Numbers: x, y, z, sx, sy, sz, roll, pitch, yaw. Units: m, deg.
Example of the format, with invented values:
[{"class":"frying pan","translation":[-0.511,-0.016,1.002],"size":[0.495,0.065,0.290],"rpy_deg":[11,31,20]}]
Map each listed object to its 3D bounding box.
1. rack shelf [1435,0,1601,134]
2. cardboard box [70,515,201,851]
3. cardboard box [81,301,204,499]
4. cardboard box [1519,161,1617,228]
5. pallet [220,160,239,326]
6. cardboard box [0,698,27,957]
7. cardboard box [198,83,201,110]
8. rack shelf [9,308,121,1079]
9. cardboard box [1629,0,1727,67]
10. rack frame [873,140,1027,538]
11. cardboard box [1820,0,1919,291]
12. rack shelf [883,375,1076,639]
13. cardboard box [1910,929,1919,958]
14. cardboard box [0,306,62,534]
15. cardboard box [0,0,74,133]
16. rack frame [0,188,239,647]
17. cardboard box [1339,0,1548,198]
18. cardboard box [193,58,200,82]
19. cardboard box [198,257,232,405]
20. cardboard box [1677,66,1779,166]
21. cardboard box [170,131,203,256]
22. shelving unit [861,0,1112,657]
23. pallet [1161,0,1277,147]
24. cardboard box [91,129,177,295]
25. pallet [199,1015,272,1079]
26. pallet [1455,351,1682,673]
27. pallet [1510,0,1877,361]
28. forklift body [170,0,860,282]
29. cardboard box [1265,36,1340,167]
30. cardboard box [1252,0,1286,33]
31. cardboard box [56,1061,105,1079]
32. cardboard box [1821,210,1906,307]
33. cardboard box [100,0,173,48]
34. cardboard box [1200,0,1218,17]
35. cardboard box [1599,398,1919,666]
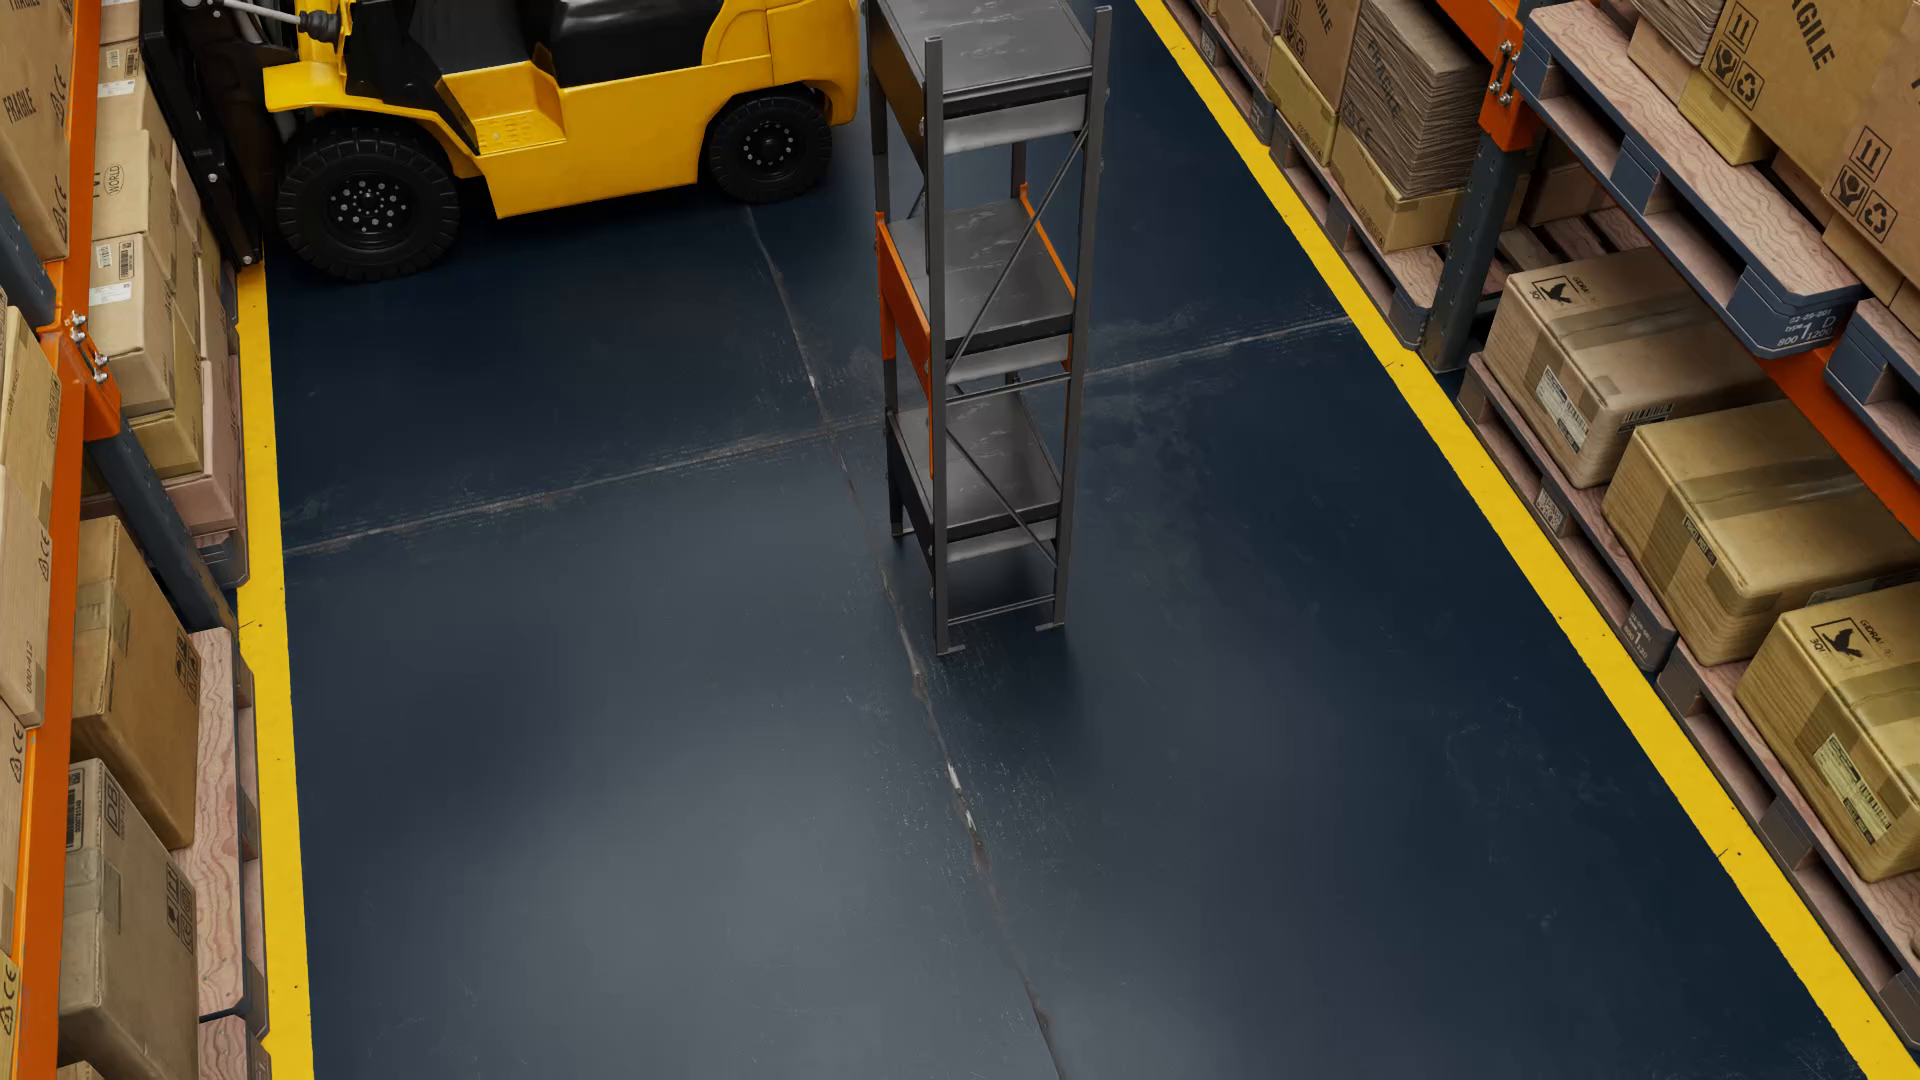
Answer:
[{"class":"rack shelf","translation":[1.500,-2.916,6.217],"size":[1.077,0.370,4.000],"rpy_deg":[-13,51,-11]},{"class":"cardboard box","translation":[-2.484,0.446,4.190],"size":[0.875,0.625,0.625],"rpy_deg":[-11,51,-9]},{"class":"cardboard box","translation":[-2.497,-0.396,4.818],"size":[0.500,0.250,0.500],"rpy_deg":[-14,51,-11]},{"class":"cardboard box","translation":[2.175,-1.428,6.016],"size":[0.500,0.250,0.500],"rpy_deg":[-15,52,-13]},{"class":"pallet","translation":[-3.208,-1.147,6.078],"size":[1.003,0.211,1.213],"rpy_deg":[-13,51,-11]},{"class":"cardboard box","translation":[-1.978,0.530,2.939],"size":[0.500,0.250,0.500],"rpy_deg":[-13,51,-11]},{"class":"cardboard box","translation":[-2.939,-1.354,5.953],"size":[0.500,0.250,0.500],"rpy_deg":[-12,51,-10]},{"class":"rack shelf","translation":[-2.057,1.130,2.806],"size":[1.077,0.370,4.000],"rpy_deg":[-13,51,-11]},{"class":"cardboard box","translation":[1.957,-1.544,4.055],"size":[0.500,0.500,0.500],"rpy_deg":[-12,51,-10]},{"class":"rack frame","translation":[-0.023,-0.734,4.496],"size":[0.400,2.100,0.015],"rpy_deg":[-13,51,-11]},{"class":"cardboard box","translation":[2.238,-0.814,3.439],"size":[0.500,0.500,0.500],"rpy_deg":[-14,51,-11]},{"class":"rack shelf","translation":[0.049,-0.096,4.891],"size":[0.431,0.518,0.480],"rpy_deg":[-13,51,-11]},{"class":"cardboard box","translation":[2.891,0.994,3.894],"size":[0.950,0.372,0.625],"rpy_deg":[-14,51,-12]},{"class":"cardboard box","translation":[-2.250,-0.205,3.559],"size":[0.500,0.250,0.500],"rpy_deg":[-12,51,-10]},{"class":"cardboard box","translation":[-2.700,-1.354,4.365],"size":[0.500,0.500,0.500],"rpy_deg":[-13,51,-10]},{"class":"rack frame","translation":[-2.649,-0.562,3.762],"size":[1.000,3.000,0.127],"rpy_deg":[-13,51,-11]},{"class":"cardboard box","translation":[1.660,-1.550,5.628],"size":[0.500,0.500,0.500],"rpy_deg":[-14,51,-11]},{"class":"cardboard box","translation":[-3.078,-1.868,6.060],"size":[0.500,0.250,0.500],"rpy_deg":[-14,51,-12]},{"class":"cardboard box","translation":[-2.640,-0.607,5.324],"size":[0.500,0.250,0.500],"rpy_deg":[-14,51,-12]},{"class":"cardboard box","translation":[2.019,-1.082,4.090],"size":[0.380,0.149,0.250],"rpy_deg":[-12,51,-10]},{"class":"cardboard box","translation":[-2.785,-1.133,5.440],"size":[0.500,0.250,0.500],"rpy_deg":[-14,51,-11]},{"class":"shelving unit","translation":[0.049,-0.556,4.345],"size":[0.431,2.100,0.503],"rpy_deg":[-13,51,-11]},{"class":"pallet","translation":[1.495,-2.164,6.936],"size":[1.003,0.211,1.213],"rpy_deg":[-13,51,-11]},{"class":"cardboard box","translation":[-2.634,-0.934,4.945],"size":[0.500,0.250,0.500],"rpy_deg":[-13,51,-11]},{"class":"pallet","translation":[-2.029,1.758,3.630],"size":[1.003,0.211,1.213],"rpy_deg":[-13,51,-11]},{"class":"pallet","translation":[2.323,-0.220,5.298],"size":[1.003,0.211,1.213],"rpy_deg":[-13,51,-11]},{"class":"pallet","translation":[2.179,-1.035,4.286],"size":[1.003,0.211,1.213],"rpy_deg":[-13,51,-11]},{"class":"forklift body","translation":[-1.528,-2.238,5.730],"size":[2.313,2.155,1.214],"rpy_deg":[-13,51,-11]},{"class":"cardboard box","translation":[1.493,-1.694,6.240],"size":[0.500,0.250,0.500],"rpy_deg":[-15,51,-12]},{"class":"cardboard box","translation":[1.356,-2.293,6.255],"size":[0.500,0.500,0.500],"rpy_deg":[-11,51,-9]},{"class":"cardboard box","translation":[-2.037,1.563,3.249],"size":[0.875,0.625,0.625],"rpy_deg":[-15,52,-12]},{"class":"cardboard box","translation":[2.212,-0.695,3.764],"size":[0.380,0.149,0.250],"rpy_deg":[-13,51,-10]},{"class":"cardboard box","translation":[-2.940,-1.680,5.574],"size":[0.500,0.250,0.500],"rpy_deg":[-14,51,-12]},{"class":"cardboard box","translation":[1.200,-2.436,6.866],"size":[0.500,0.250,0.500],"rpy_deg":[-10,51,-9]},{"class":"cardboard box","translation":[2.465,-0.069,4.790],"size":[0.950,0.372,0.625],"rpy_deg":[-10,51,-9]}]
